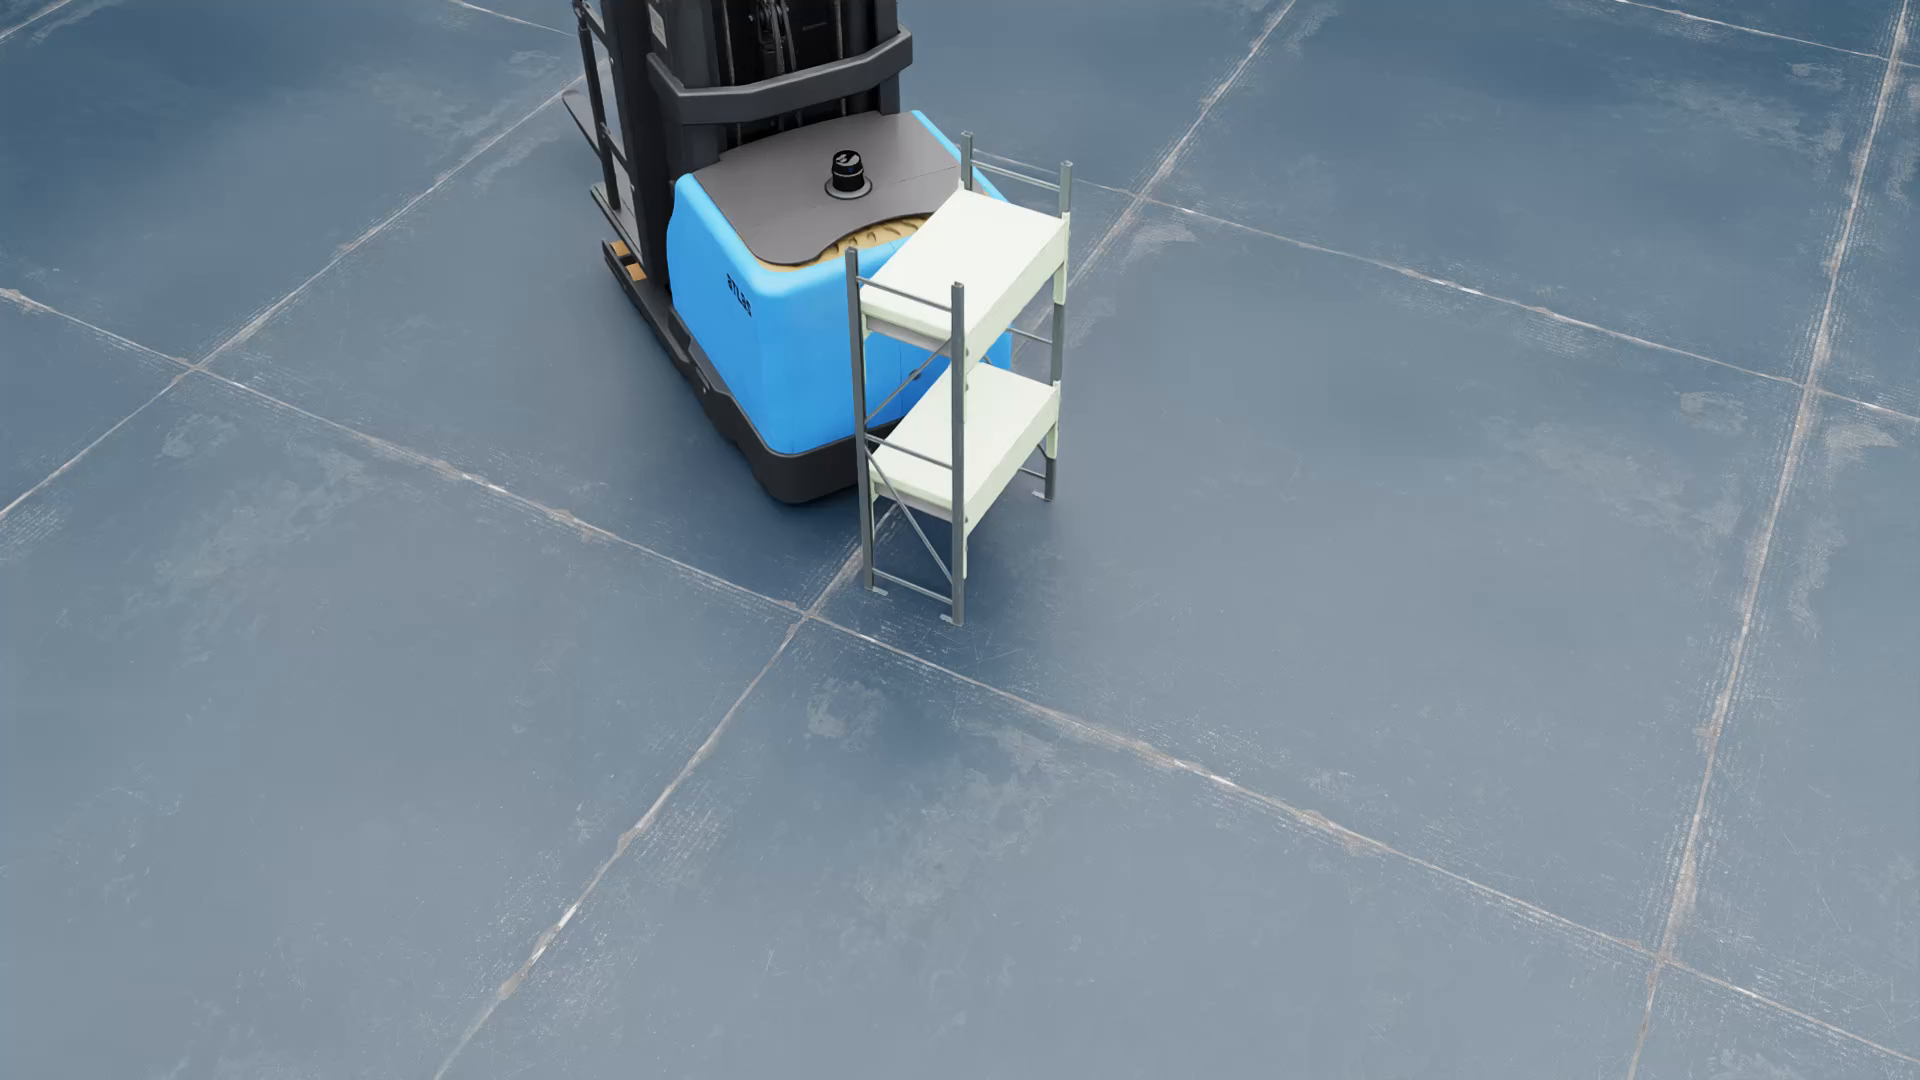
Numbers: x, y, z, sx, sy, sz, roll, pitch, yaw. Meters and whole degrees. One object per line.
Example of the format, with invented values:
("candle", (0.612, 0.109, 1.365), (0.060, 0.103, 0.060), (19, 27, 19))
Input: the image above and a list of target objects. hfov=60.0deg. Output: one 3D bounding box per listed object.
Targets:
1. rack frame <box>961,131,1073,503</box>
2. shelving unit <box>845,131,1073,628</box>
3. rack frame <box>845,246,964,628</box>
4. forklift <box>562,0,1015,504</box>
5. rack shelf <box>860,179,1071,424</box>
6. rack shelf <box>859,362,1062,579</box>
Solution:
("rack frame", (0.184, -0.744, 5.931), (0.400, 1.500, 0.023), (21, 49, 20))
("shelving unit", (0.008, -0.515, 5.705), (0.431, 1.500, 0.755), (21, 49, 20))
("rack frame", (-0.167, -0.287, 5.479), (0.400, 1.500, 0.023), (21, 49, 20))
("forklift", (-0.925, -2.215, 6.379), (1.130, 2.935, 3.031), (-21, 49, -19))
("rack shelf", (0.008, -0.790, 5.427), (0.431, 0.370, 0.720), (21, 49, 20))
("rack shelf", (0.008, -0.286, 5.937), (0.431, 0.370, 0.720), (21, 49, 20))
